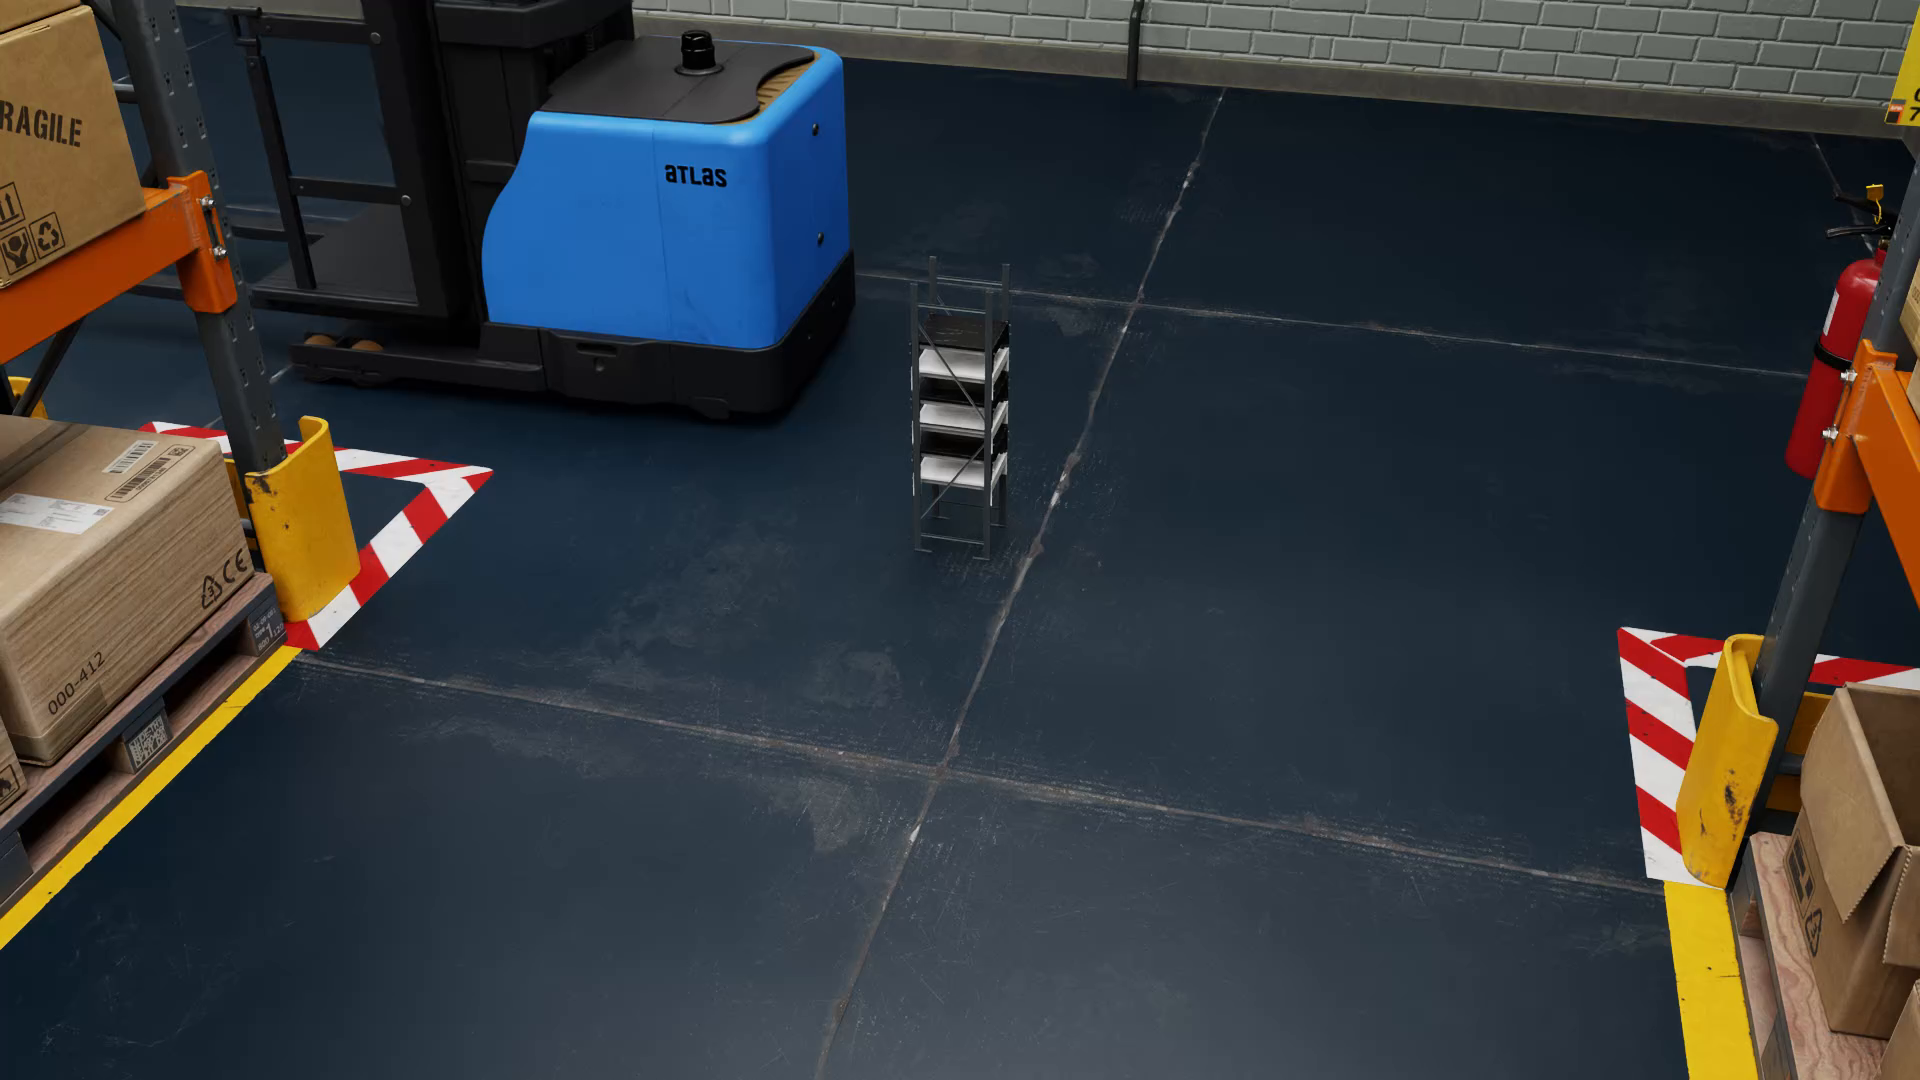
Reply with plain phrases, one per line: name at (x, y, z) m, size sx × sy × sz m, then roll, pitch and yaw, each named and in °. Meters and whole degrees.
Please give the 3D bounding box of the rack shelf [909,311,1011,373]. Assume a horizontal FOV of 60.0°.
rack shelf at (0.002, -0.584, 4.888) m, size 0.258 × 0.077 × 0.200 m, roll 8°, pitch 33°, yaw 12°

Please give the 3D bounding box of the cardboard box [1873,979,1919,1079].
cardboard box at (1.861, 1.122, 2.628) m, size 0.700 × 0.500 × 0.500 m, roll 9°, pitch 34°, yaw 14°

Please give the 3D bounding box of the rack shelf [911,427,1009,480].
rack shelf at (0.002, -0.280, 5.081) m, size 0.258 × 0.077 × 0.200 m, roll 8°, pitch 33°, yaw 12°

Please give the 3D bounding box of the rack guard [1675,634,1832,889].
rack guard at (2.344, 0.596, 3.847) m, size 1.175 × 0.500 × 0.348 m, roll 8°, pitch 33°, yaw 12°

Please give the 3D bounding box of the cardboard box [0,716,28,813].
cardboard box at (-2.734, 0.564, 3.564) m, size 0.875 × 0.438 × 0.875 m, roll 9°, pitch 34°, yaw 14°

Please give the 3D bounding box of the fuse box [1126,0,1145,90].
fuse box at (0.964, -3.196, 8.683) m, size 0.539 × 1.711 × 0.414 m, roll 8°, pitch 33°, yaw 12°

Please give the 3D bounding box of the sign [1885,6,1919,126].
sign at (1.838, -0.938, 3.122) m, size 0.100 × 0.325 × 0.005 m, roll 8°, pitch 33°, yaw 12°

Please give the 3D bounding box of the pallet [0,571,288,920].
pallet at (-2.567, 0.430, 4.377) m, size 1.003 × 0.211 × 1.213 m, roll 8°, pitch 33°, yaw 12°

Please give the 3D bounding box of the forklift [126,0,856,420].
forklift at (-1.986, -2.069, 5.772) m, size 3.031 × 2.935 × 1.130 m, roll 7°, pitch 33°, yaw 11°

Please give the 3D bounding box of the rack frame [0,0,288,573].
rack frame at (-2.439, -1.172, 4.298) m, size 1.000 × 3.000 × 0.127 m, roll 8°, pitch 33°, yaw 12°

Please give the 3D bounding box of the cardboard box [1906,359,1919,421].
cardboard box at (2.014, -0.259, 3.096) m, size 0.380 × 0.149 × 0.250 m, roll 8°, pitch 33°, yaw 12°

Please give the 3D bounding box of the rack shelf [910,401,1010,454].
rack shelf at (0.002, -0.356, 5.033) m, size 0.258 × 0.077 × 0.200 m, roll 8°, pitch 33°, yaw 12°

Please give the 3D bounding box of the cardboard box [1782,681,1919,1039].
cardboard box at (2.116, 0.682, 3.316) m, size 0.797 × 0.503 × 0.637 m, roll 7°, pitch 33°, yaw 10°

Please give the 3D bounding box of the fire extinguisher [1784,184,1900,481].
fire extinguisher at (1.953, -0.448, 3.578) m, size 0.296 × 0.674 × 0.183 m, roll 8°, pitch 33°, yaw 12°

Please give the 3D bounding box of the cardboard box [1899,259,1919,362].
cardboard box at (1.987, -0.362, 2.886) m, size 0.500 × 0.250 × 0.500 m, roll 8°, pitch 33°, yaw 13°

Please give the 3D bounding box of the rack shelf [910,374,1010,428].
rack shelf at (0.002, -0.432, 4.985) m, size 0.258 × 0.077 × 0.200 m, roll 8°, pitch 33°, yaw 12°

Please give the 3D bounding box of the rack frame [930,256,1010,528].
rack frame at (0.028, -0.437, 5.098) m, size 0.240 × 0.900 × 0.006 m, roll 8°, pitch 33°, yaw 12°

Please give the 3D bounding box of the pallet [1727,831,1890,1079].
pallet at (2.142, 1.132, 3.273) m, size 1.003 × 0.211 × 1.213 m, roll 8°, pitch 33°, yaw 12°

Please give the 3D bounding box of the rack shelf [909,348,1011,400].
rack shelf at (0.002, -0.508, 4.937) m, size 0.258 × 0.077 × 0.200 m, roll 8°, pitch 33°, yaw 12°

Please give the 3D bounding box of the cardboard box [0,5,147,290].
cardboard box at (-2.306, -0.928, 3.821) m, size 0.500 × 0.500 × 0.500 m, roll 8°, pitch 33°, yaw 13°

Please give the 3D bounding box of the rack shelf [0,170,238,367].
rack shelf at (-2.947, 0.169, 2.859) m, size 1.077 × 0.370 × 4.000 m, roll 8°, pitch 33°, yaw 12°

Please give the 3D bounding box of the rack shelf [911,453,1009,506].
rack shelf at (0.002, -0.204, 5.130) m, size 0.258 × 0.077 × 0.200 m, roll 8°, pitch 33°, yaw 12°

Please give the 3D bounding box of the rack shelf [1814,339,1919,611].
rack shelf at (1.855, 0.843, 1.799) m, size 1.077 × 0.370 × 4.000 m, roll 8°, pitch 33°, yaw 12°

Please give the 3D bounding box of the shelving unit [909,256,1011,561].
shelving unit at (0.002, -0.384, 5.015) m, size 0.258 × 0.900 × 0.210 m, roll 8°, pitch 33°, yaw 12°

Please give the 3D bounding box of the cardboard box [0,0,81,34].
cardboard box at (-2.331, -1.354, 3.559) m, size 0.500 × 0.500 × 0.500 m, roll 9°, pitch 34°, yaw 14°

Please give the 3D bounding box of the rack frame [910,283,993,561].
rack frame at (-0.024, -0.331, 4.932) m, size 0.240 × 0.900 × 0.006 m, roll 8°, pitch 33°, yaw 12°

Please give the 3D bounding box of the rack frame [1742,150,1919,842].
rack frame at (2.363, -0.498, 3.238) m, size 1.000 × 3.000 × 0.127 m, roll 8°, pitch 33°, yaw 12°

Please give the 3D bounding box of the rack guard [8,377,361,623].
rack guard at (-2.433, -0.130, 4.988) m, size 1.175 × 0.500 × 0.348 m, roll 8°, pitch 33°, yaw 12°

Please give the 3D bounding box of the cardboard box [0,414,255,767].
cardboard box at (-2.510, 0.088, 4.313) m, size 0.875 × 0.438 × 0.875 m, roll 7°, pitch 33°, yaw 11°
